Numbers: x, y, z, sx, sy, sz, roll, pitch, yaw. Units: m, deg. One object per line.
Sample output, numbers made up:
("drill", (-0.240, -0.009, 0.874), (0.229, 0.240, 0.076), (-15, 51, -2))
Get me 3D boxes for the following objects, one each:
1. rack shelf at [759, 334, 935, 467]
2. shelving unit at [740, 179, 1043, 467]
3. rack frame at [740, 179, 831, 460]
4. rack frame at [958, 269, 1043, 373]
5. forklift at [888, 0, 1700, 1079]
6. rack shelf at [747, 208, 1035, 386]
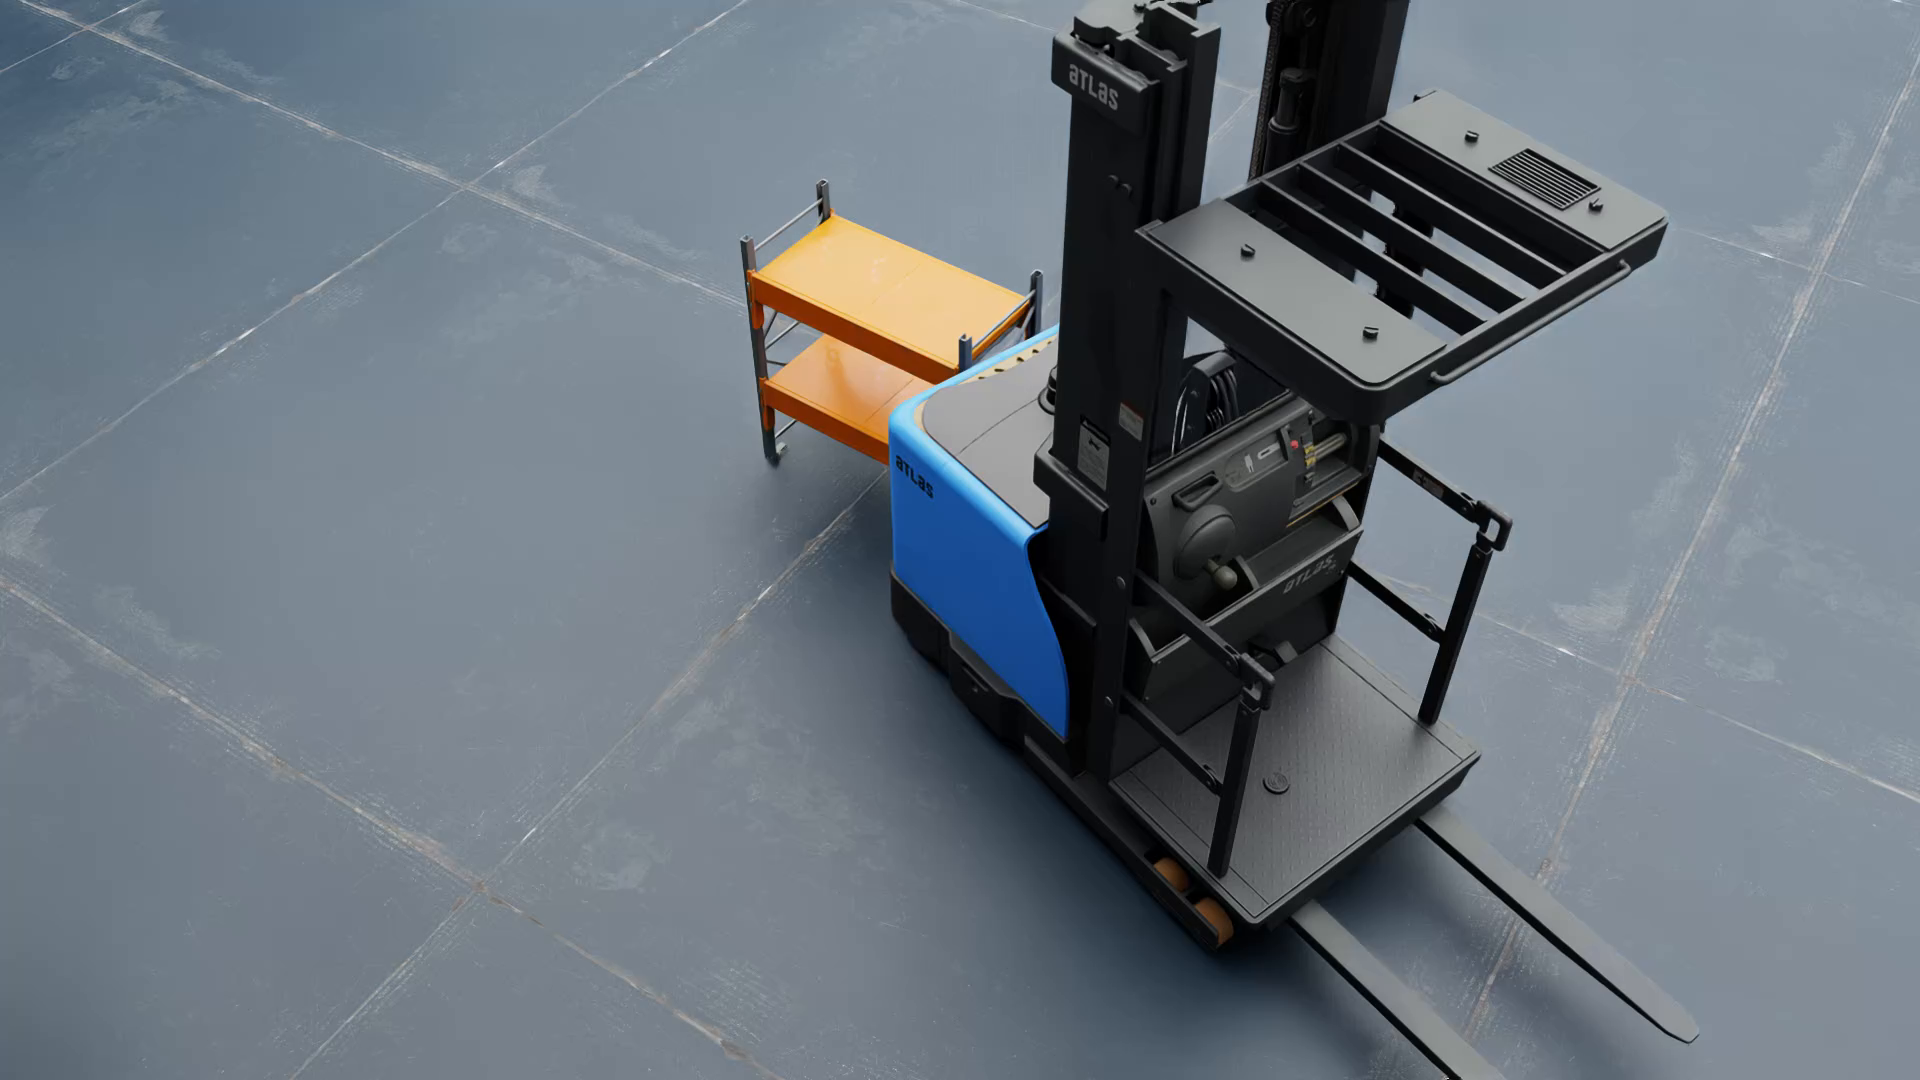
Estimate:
("rack shelf", (-0.262, -0.502, 6.794), (1.000, 0.278, 0.538), (27, 52, 24))
("shelving unit", (-0.262, -0.672, 6.619), (1.048, 1.125, 0.538), (27, 52, 24))
("rack frame", (-0.675, -0.885, 6.825), (0.032, 1.125, 0.500), (27, 52, 24))
("rack frame", (0.151, -0.460, 6.412), (0.032, 1.125, 0.500), (27, 52, 24))
("forklift", (1.036, -0.095, 4.799), (1.130, 2.935, 3.031), (-29, 52, -25))
("rack shelf", (-0.262, -0.876, 6.409), (1.000, 0.278, 0.538), (27, 52, 24))
